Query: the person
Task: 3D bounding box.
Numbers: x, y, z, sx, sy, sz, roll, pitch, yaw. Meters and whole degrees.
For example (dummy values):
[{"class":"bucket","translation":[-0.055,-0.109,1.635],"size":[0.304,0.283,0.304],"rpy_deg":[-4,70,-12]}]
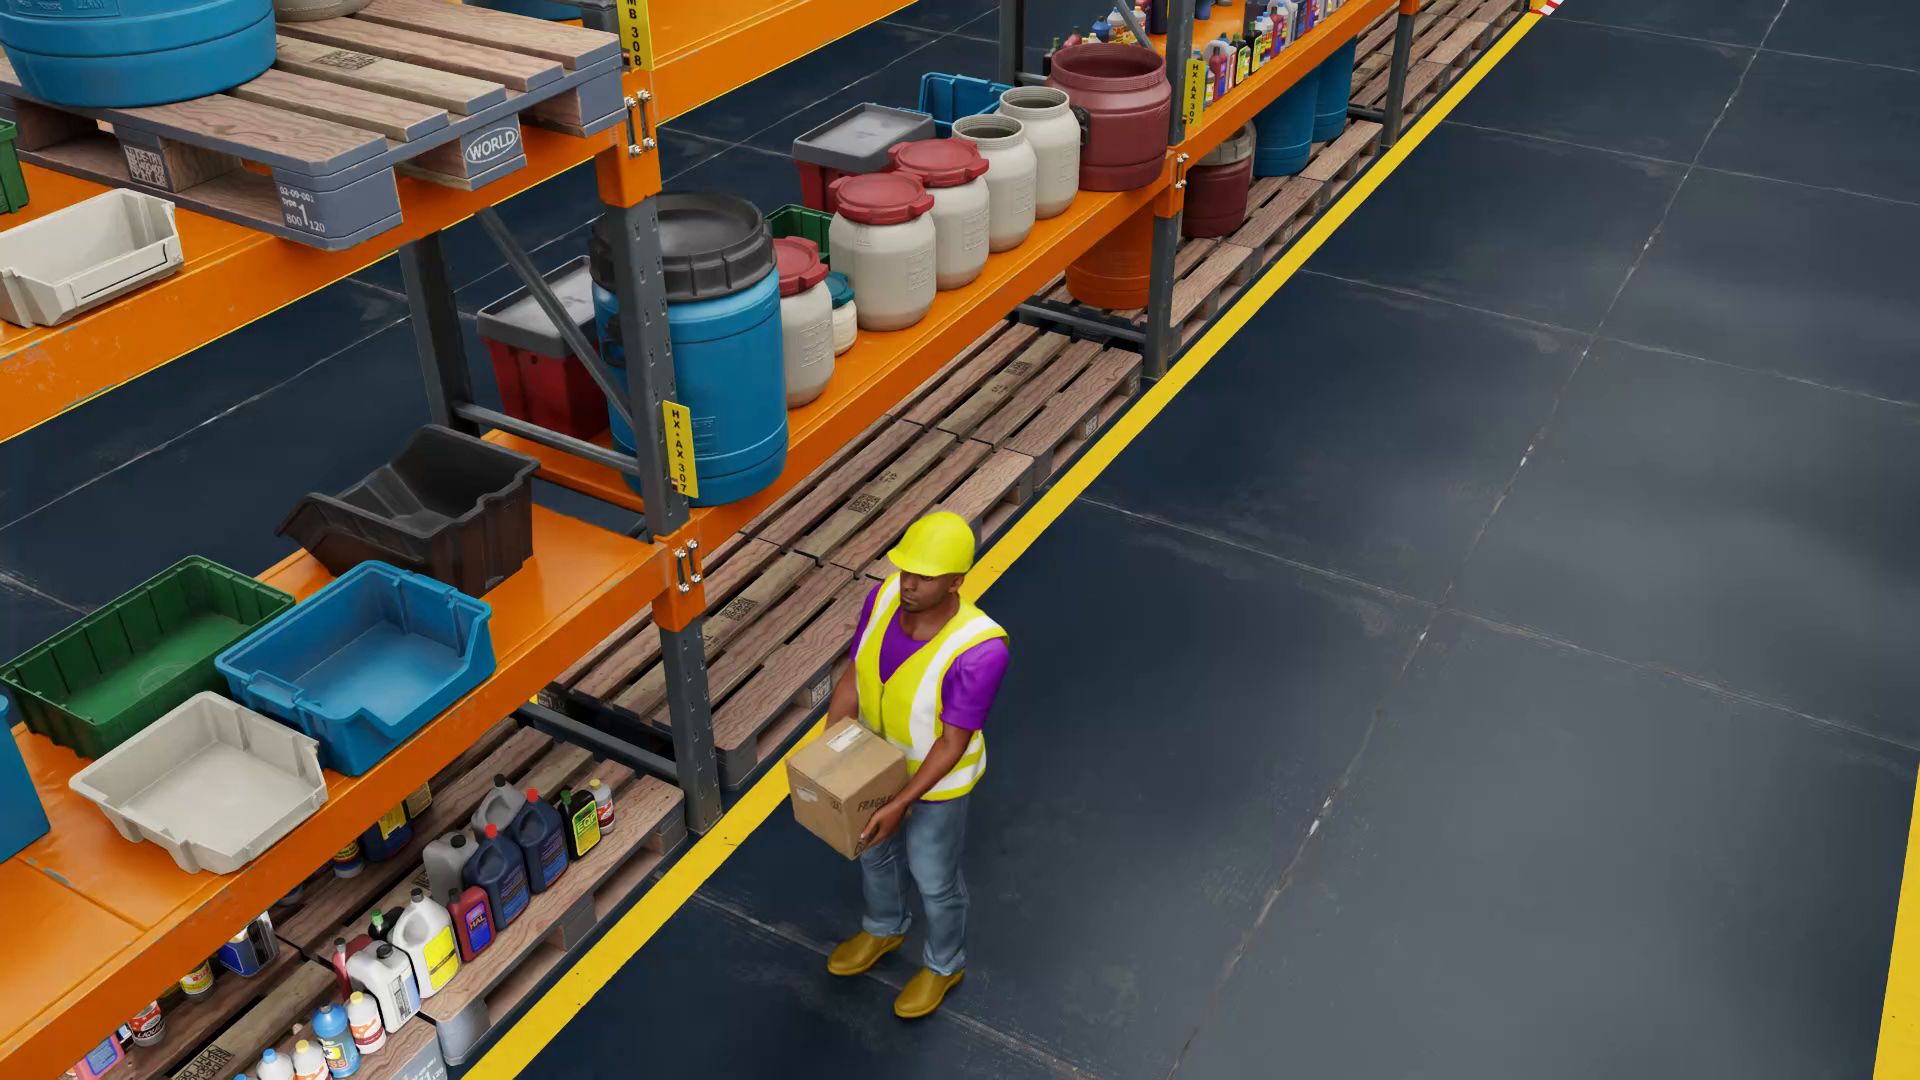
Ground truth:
[{"class":"person","translation":[-0.181,0.729,5.038],"size":[0.520,1.767,0.566],"rpy_deg":[29,43,35]}]
